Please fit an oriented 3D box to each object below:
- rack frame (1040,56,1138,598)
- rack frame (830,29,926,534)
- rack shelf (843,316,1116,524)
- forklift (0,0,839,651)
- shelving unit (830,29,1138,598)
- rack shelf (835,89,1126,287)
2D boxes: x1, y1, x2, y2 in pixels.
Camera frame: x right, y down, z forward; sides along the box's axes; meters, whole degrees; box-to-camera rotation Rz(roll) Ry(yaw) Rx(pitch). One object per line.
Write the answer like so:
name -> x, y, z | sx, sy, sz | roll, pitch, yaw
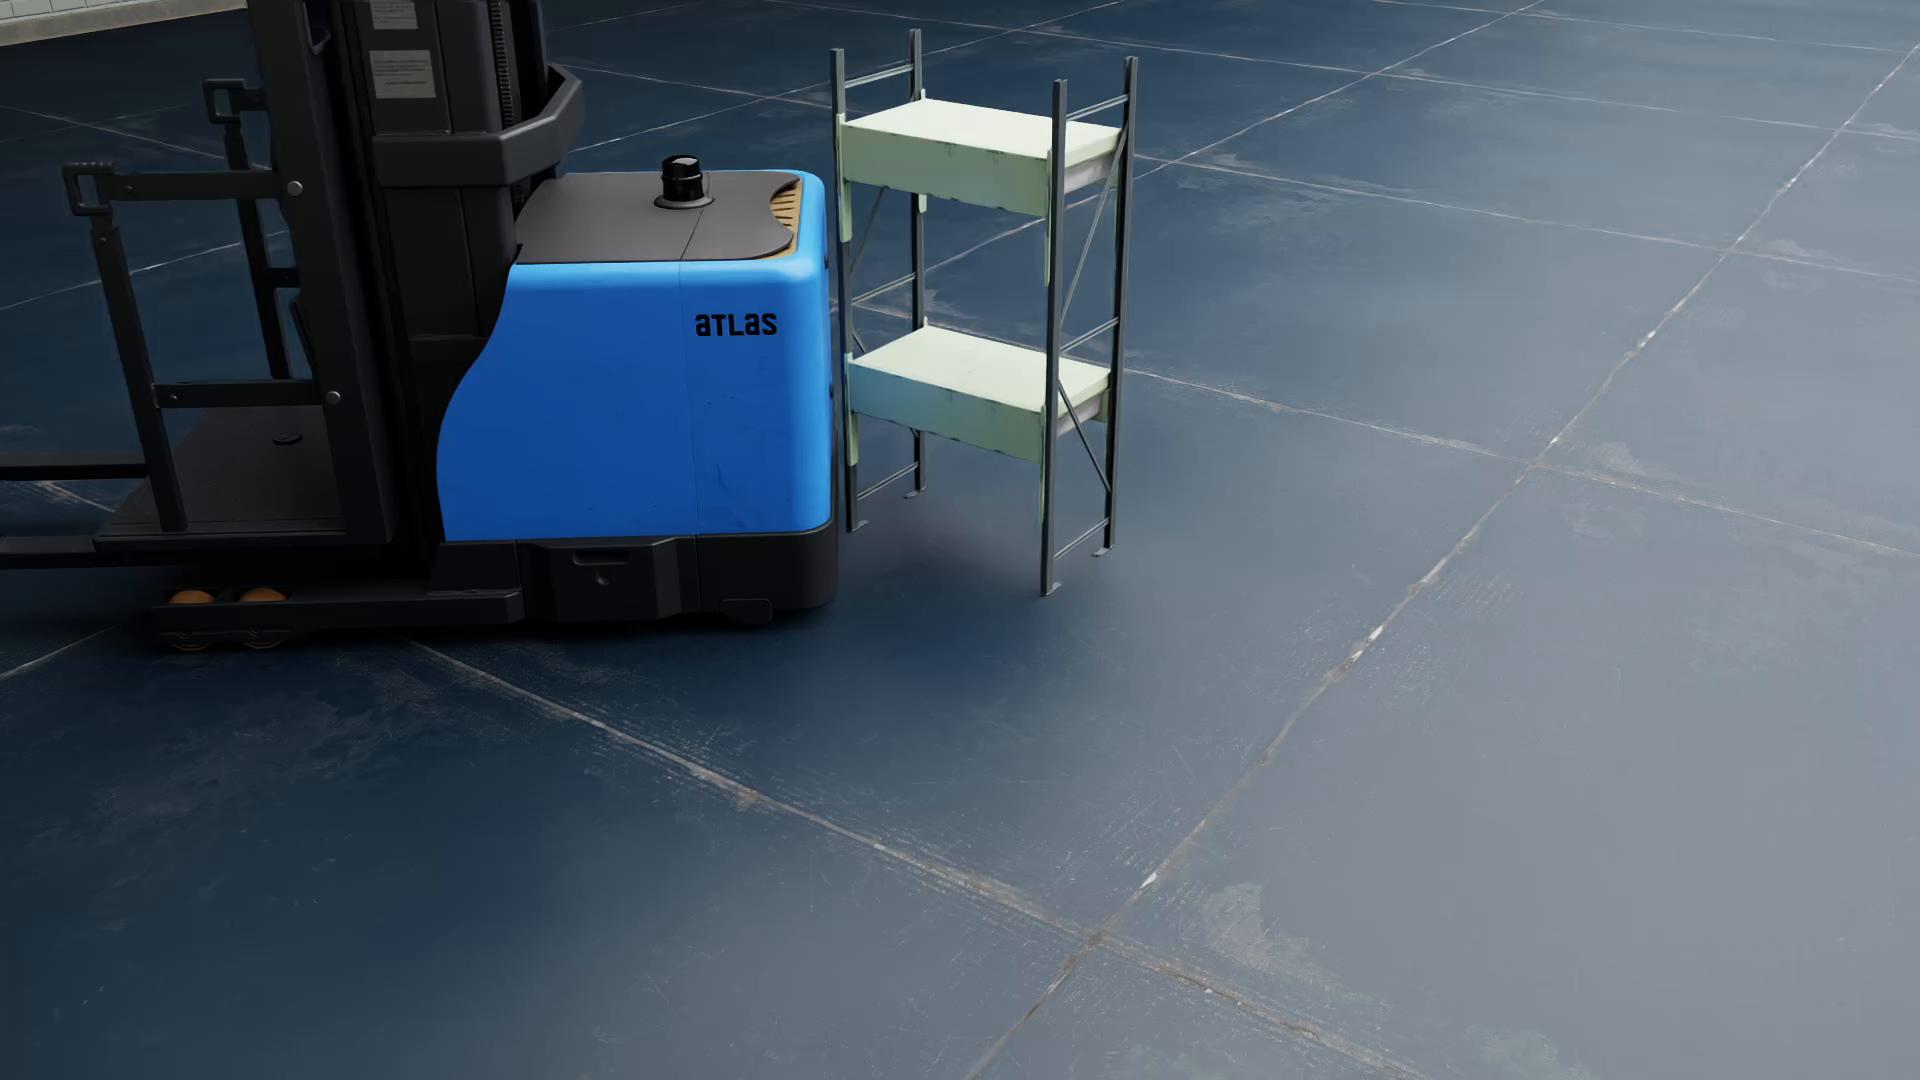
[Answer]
rack frame -> 0.361, -0.574, 4.725 | 0.023, 1.500, 0.400 | 18, 32, 31
rack frame -> -0.238, -0.765, 5.100 | 0.023, 1.500, 0.400 | 18, 32, 31
rack shelf -> 0.061, -0.379, 5.061 | 0.720, 0.370, 0.431 | 18, 32, 31
forklift -> -1.892, -1.244, 4.464 | 3.031, 2.935, 1.130 | -2, 27, -3
shelving unit -> 0.061, -0.670, 4.913 | 0.755, 1.500, 0.431 | 18, 32, 31
rack shelf -> 0.061, -1.018, 4.736 | 0.720, 0.370, 0.431 | 18, 32, 31
